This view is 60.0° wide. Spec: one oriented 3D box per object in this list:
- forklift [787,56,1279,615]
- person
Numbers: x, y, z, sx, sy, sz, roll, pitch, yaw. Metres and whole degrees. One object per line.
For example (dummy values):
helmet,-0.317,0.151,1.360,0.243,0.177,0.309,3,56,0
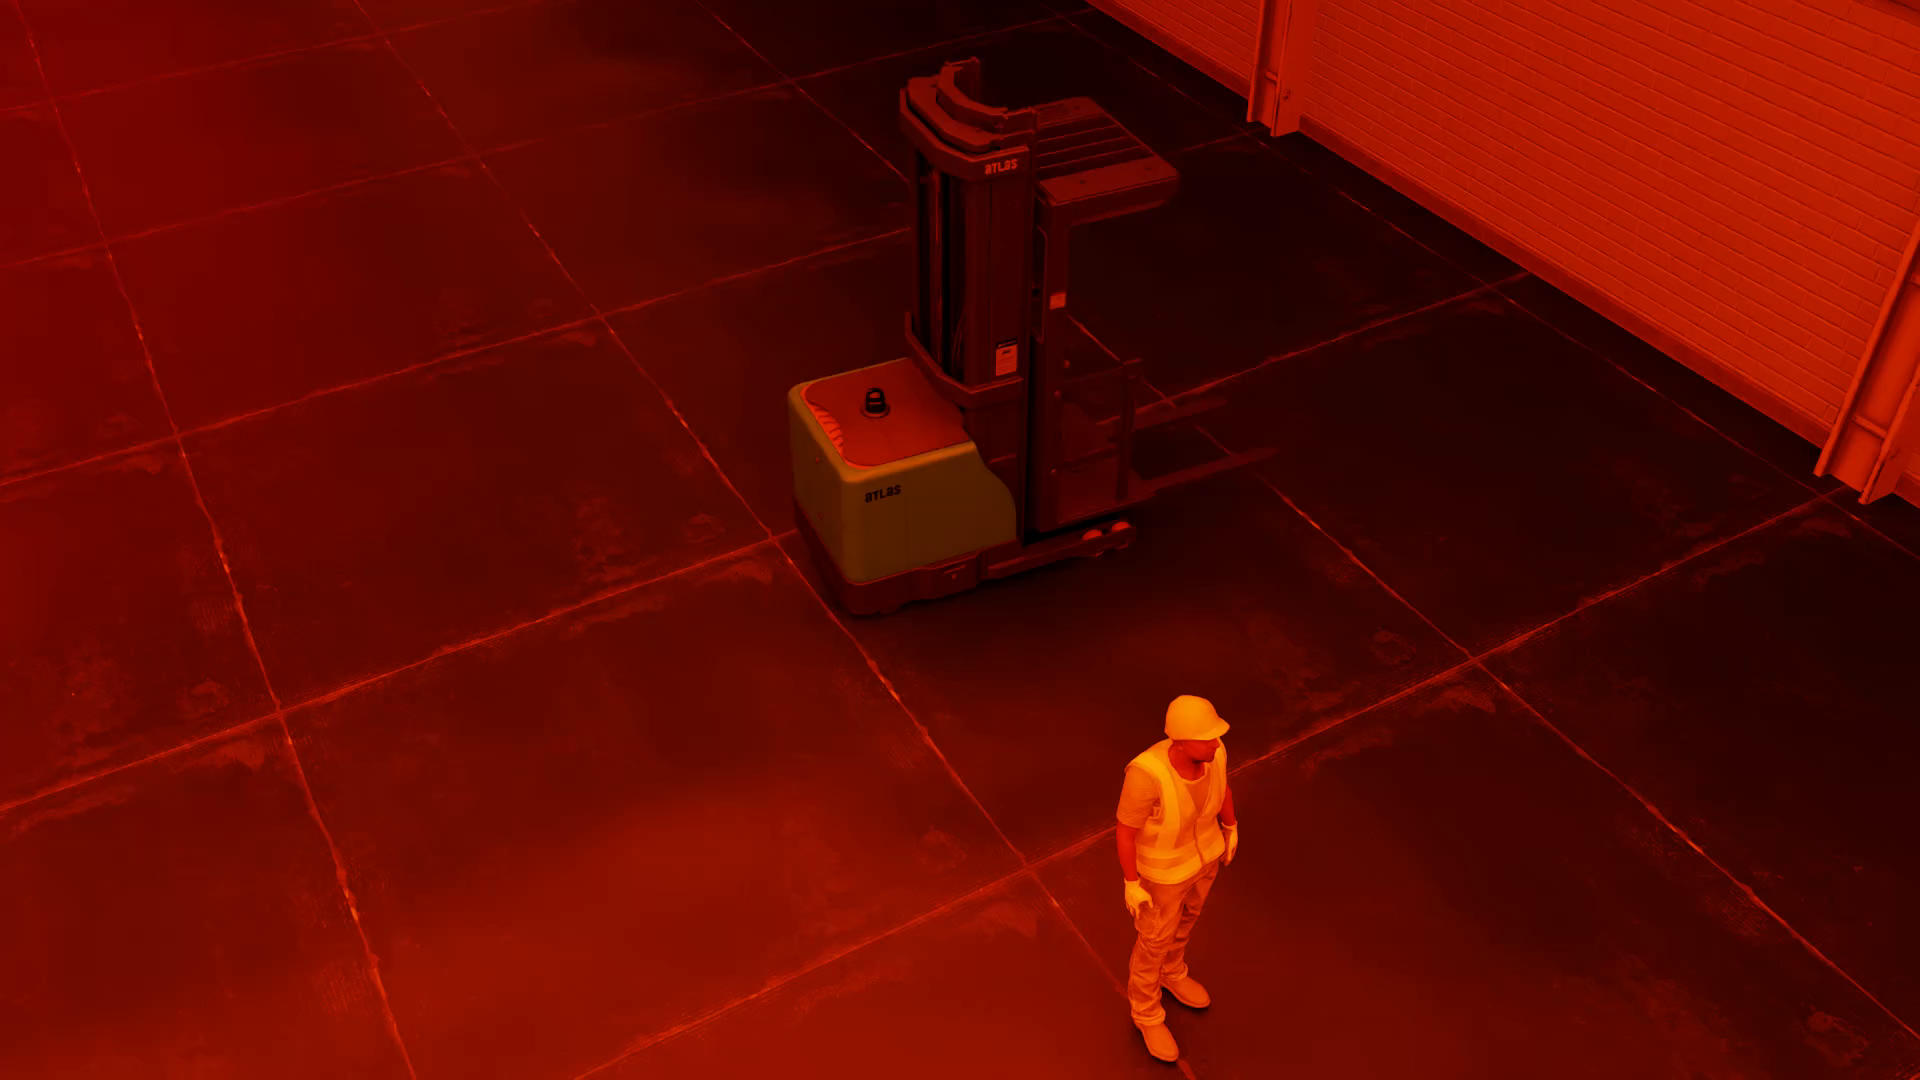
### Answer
forklift,0.532,-1.316,9.622,3.031,2.935,1.130,-16,42,-19
person,0.992,1.423,7.208,0.656,1.782,0.577,-27,47,-29
